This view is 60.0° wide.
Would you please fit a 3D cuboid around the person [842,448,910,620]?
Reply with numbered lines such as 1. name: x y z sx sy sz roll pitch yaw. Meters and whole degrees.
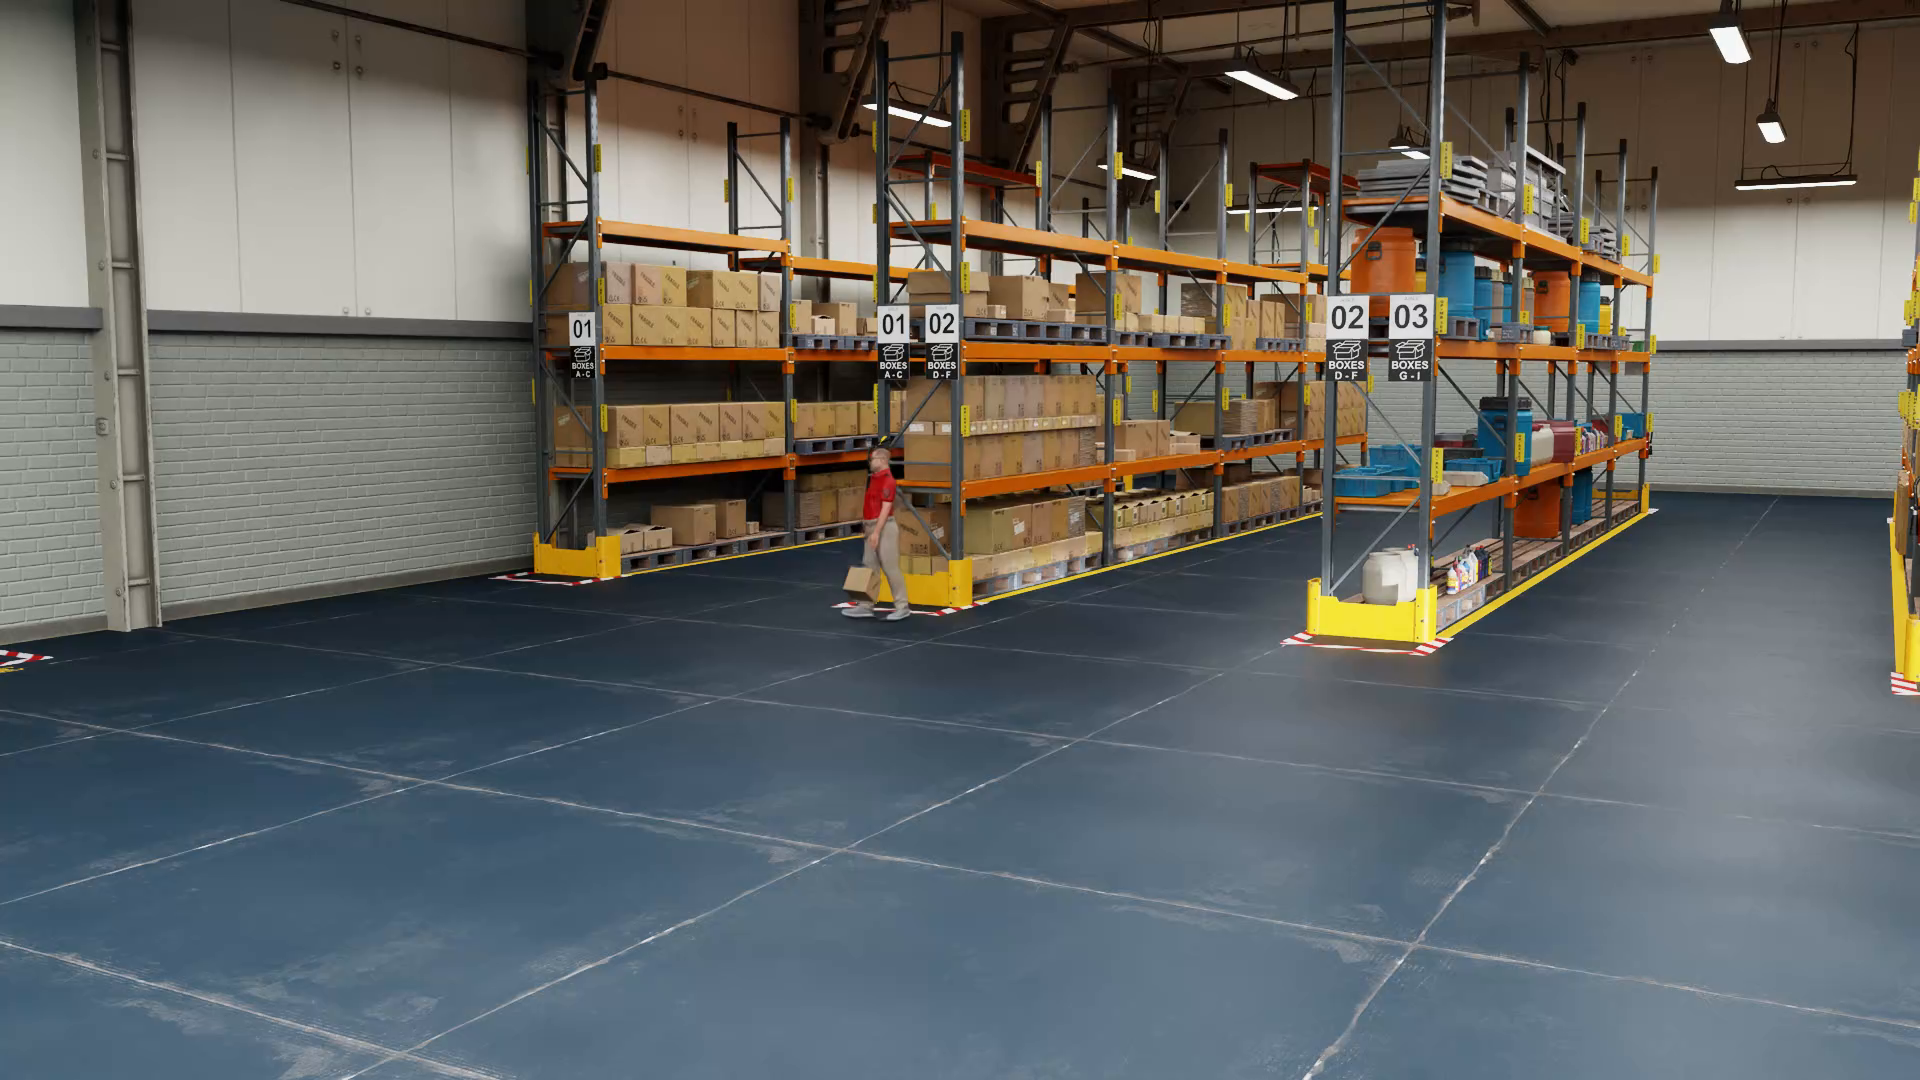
1. person: -0.850 -0.070 16.816 0.644 1.717 0.664 -1 6 -14
